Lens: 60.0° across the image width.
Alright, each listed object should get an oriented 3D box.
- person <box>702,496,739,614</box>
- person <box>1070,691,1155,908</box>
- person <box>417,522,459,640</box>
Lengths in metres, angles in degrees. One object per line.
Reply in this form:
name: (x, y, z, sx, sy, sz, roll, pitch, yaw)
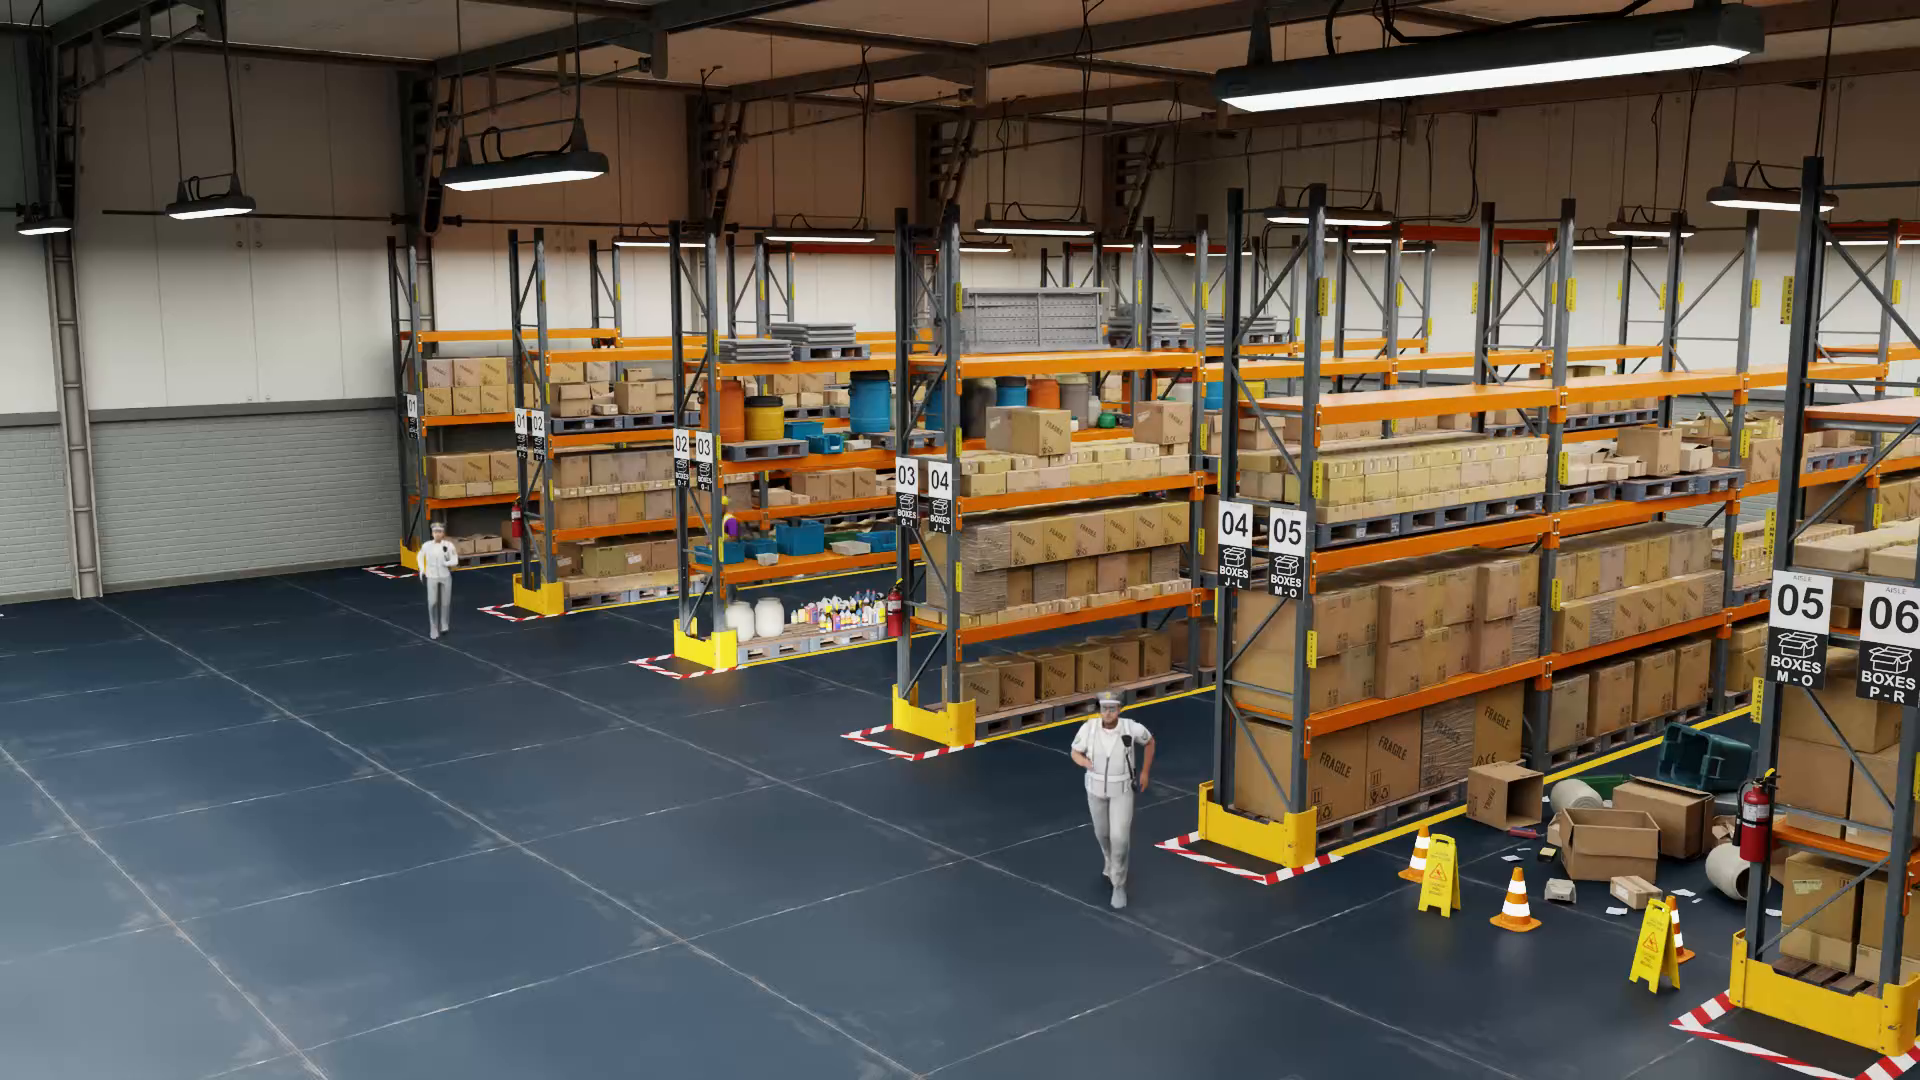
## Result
person: (-3.582, 0.231, 24.715, 0.692, 1.802, 0.660, 5, 10, 32)
person: (1.288, 2.148, 14.198, 0.681, 1.833, 0.845, 3, 9, 17)
person: (-7.656, 0.591, 24.430, 0.577, 1.729, 0.709, -3, 9, -17)
